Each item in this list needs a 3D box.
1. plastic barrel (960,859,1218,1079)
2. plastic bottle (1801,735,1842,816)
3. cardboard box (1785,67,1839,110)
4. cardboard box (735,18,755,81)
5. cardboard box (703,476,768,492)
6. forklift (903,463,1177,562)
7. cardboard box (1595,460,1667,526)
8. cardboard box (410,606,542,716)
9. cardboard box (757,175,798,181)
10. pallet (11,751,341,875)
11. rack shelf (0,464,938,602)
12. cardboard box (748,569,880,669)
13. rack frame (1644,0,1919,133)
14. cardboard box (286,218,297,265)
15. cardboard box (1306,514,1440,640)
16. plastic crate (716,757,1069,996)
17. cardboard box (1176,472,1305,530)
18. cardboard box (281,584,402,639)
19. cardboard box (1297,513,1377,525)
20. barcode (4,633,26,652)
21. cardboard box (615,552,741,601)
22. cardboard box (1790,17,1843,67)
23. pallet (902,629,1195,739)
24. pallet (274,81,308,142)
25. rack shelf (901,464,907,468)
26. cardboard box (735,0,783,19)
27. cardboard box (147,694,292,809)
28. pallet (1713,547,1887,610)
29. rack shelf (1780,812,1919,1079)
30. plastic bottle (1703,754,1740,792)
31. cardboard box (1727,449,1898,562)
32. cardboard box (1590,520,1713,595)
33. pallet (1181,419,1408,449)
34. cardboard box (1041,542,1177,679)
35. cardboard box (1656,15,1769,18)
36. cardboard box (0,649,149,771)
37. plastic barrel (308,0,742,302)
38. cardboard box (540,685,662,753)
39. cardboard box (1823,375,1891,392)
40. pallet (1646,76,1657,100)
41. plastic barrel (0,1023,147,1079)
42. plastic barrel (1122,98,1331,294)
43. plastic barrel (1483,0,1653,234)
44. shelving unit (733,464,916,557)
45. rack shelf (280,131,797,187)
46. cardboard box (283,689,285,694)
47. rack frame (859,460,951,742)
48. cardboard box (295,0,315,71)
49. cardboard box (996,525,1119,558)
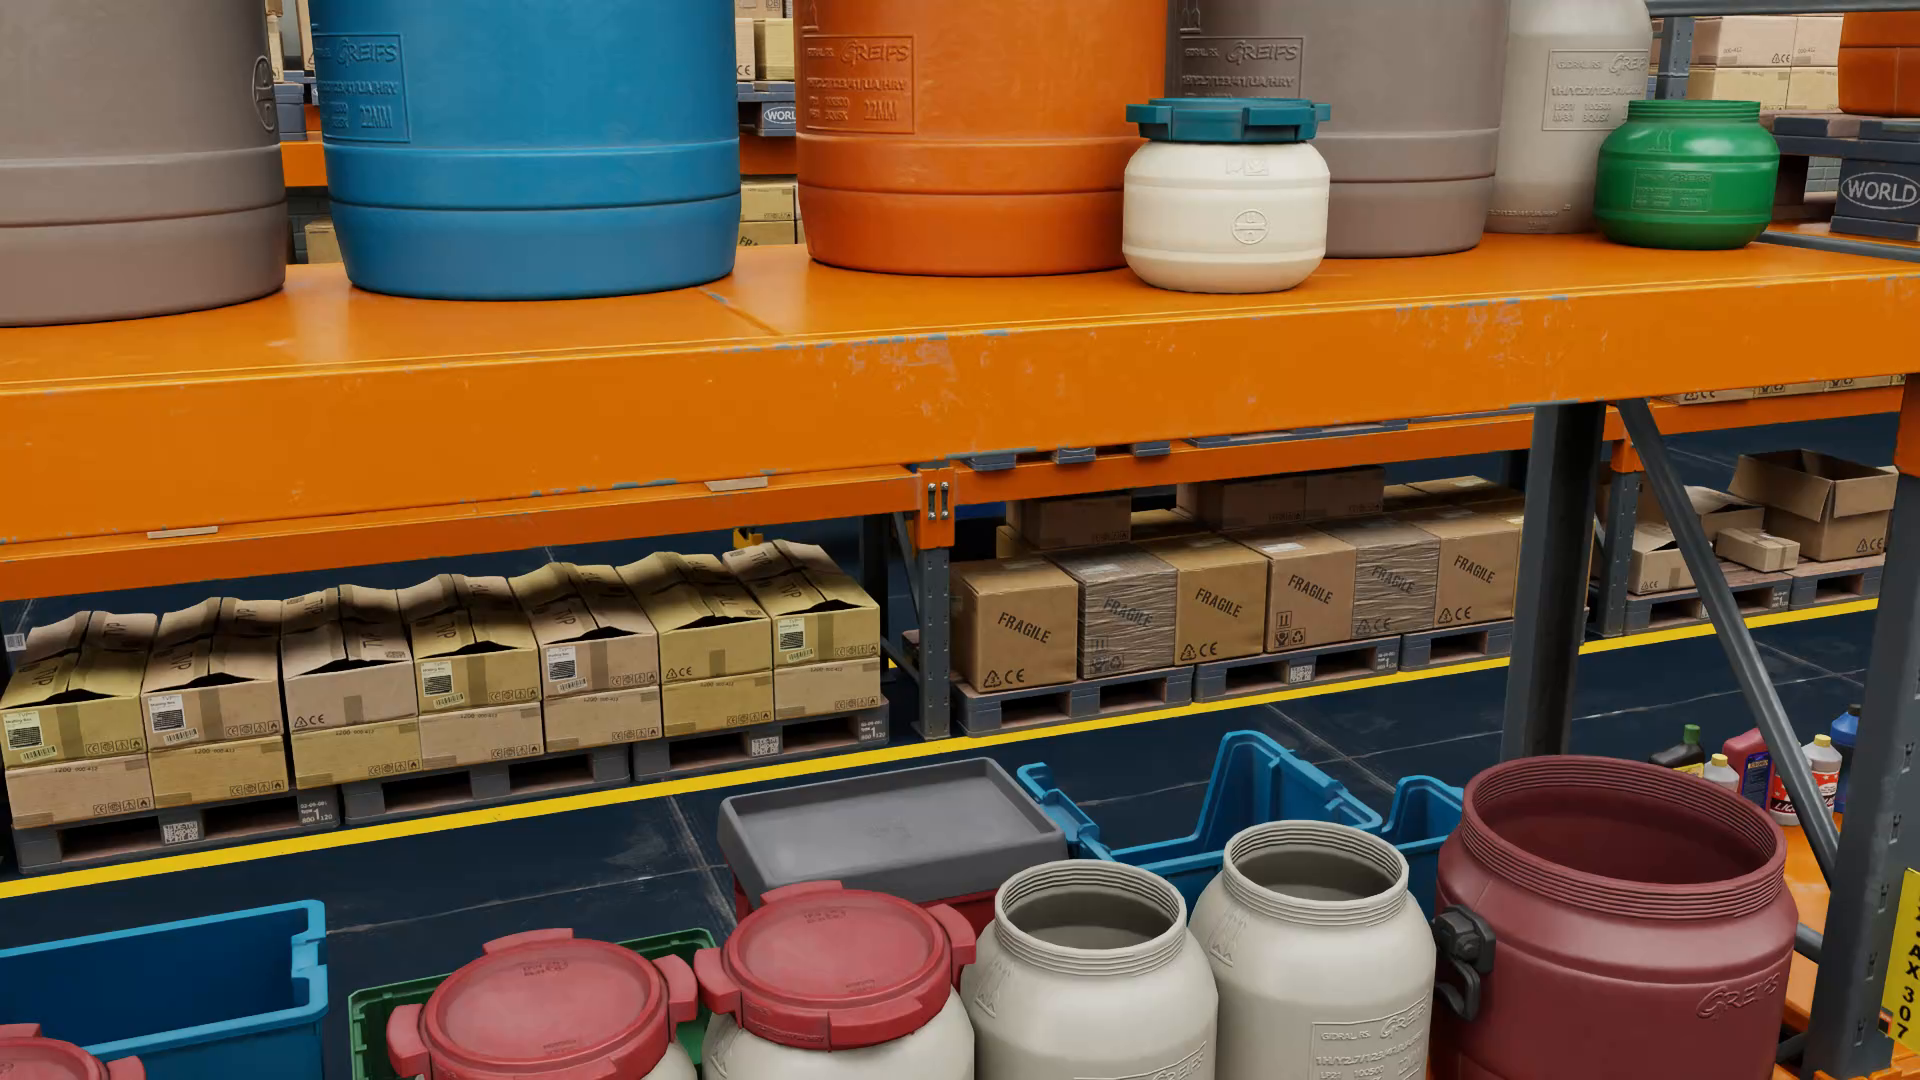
[{"bbox_3d":[0.209,0.831,2.748,0.421,0.512,0.421,0,16,0],"label":"plastic barrel"},{"bbox_3d":[2.133,0.584,4.137,0.097,0.201,0.097,0,16,0],"label":"plastic bottle"},{"bbox_3d":[4.464,-2.426,8.977,0.500,0.250,0.500,-6,17,-20],"label":"cardboard box"},{"bbox_3d":[-1.168,-2.072,7.029,0.500,0.250,0.500,-6,17,-19],"label":"cardboard box"},{"bbox_3d":[-1.023,-0.338,7.371,0.250,0.149,0.380,-6,17,-20],"label":"cardboard box"},{"bbox_3d":[1.083,-1.495,10.989,3.031,2.935,1.130,-6,17,-18],"label":"forklift"},{"bbox_3d":[3.884,-0.169,10.005,0.500,0.500,0.500,-6,17,-20],"label":"cardboard box"},{"bbox_3d":[-2.107,0.499,7.215,0.500,0.311,0.500,-6,17,-19],"label":"cardboard box"},{"bbox_3d":[-1.242,-2.650,12.727,0.500,0.250,0.500,-7,18,-22],"label":"cardboard box"},{"bbox_3d":[-3.343,1.035,7.199,1.213,0.211,1.003,-6,17,-20],"label":"pallet"},{"bbox_3d":[-2.150,-0.075,7.306,4.000,0.370,1.077,-6,17,-20],"label":"rack shelf"},{"bbox_3d":[-0.683,0.345,7.741,0.500,0.311,0.500,-6,17,-19],"label":"cardboard box"},{"bbox_3d":[1.487,-2.197,2.607,0.127,3.000,1.000,-6,17,-20],"label":"rack frame"},{"bbox_3d":[-4.781,-1.877,11.209,0.500,0.500,0.700,-4,17,-14],"label":"cardboard box"},{"bbox_3d":[2.162,0.186,8.795,0.500,0.500,0.500,-6,17,-19],"label":"cardboard box"},{"bbox_3d":[-0.131,0.734,3.163,0.583,0.464,0.402,-6,17,-20],"label":"plastic crate"},{"bbox_3d":[1.512,-0.260,8.986,0.500,0.250,0.500,-7,18,-21],"label":"cardboard box"},{"bbox_3d":[-2.791,0.410,7.517,0.500,0.311,0.500,-6,17,-20],"label":"cardboard box"},{"bbox_3d":[1.951,0.053,9.250,0.500,0.500,0.500,-6,17,-19],"label":"cardboard box"},{"bbox_3d":[-3.630,0.393,6.388,0.075,0.075,0.001,-6,17,-20],"label":"barcode"},{"bbox_3d":[-1.364,0.258,8.036,0.500,0.311,0.500,-7,18,-21],"label":"cardboard box"},{"bbox_3d":[4.462,-2.667,8.911,0.500,0.250,0.500,-6,17,-20],"label":"cardboard box"},{"bbox_3d":[0.429,0.651,8.507,1.213,0.211,1.003,-6,17,-20],"label":"pallet"},{"bbox_3d":[-3.198,-1.658,6.437,1.217,0.209,0.805,-7,18,-22],"label":"pallet"},{"bbox_3d":[-0.892,-0.464,10.655,1.000,0.185,0.538,-6,17,-18],"label":"rack shelf"},{"bbox_3d":[-1.634,-3.686,12.045,0.500,0.500,0.700,-8,18,-24],"label":"cardboard box"},{"bbox_3d":[-3.074,0.873,6.937,0.500,0.250,0.500,-6,17,-19],"label":"cardboard box"},{"bbox_3d":[5.236,0.120,10.315,1.213,0.211,1.003,-6,17,-20],"label":"pallet"},{"bbox_3d":[3.355,0.825,4.240,4.000,0.370,1.077,-6,17,-20],"label":"rack shelf"},{"bbox_3d":[1.826,0.617,4.025,0.097,0.201,0.097,0,16,0],"label":"plastic bottle"},{"bbox_3d":[5.206,-0.229,10.204,0.637,0.503,0.797,-6,17,-20],"label":"cardboard box"},{"bbox_3d":[3.923,0.069,9.532,0.500,0.311,0.500,-6,17,-20],"label":"cardboard box"},{"bbox_3d":[1.532,-0.727,8.591,1.213,0.211,1.003,-6,17,-20],"label":"pallet"},{"bbox_3d":[0.732,0.342,8.267,0.500,0.500,0.500,-7,18,-22],"label":"cardboard box"},{"bbox_3d":[3.894,-3.051,8.889,0.500,0.500,0.700,-6,17,-20],"label":"cardboard box"},{"bbox_3d":[-3.542,0.654,6.686,0.500,0.311,0.500,-6,17,-20],"label":"cardboard box"},{"bbox_3d":[-0.629,-0.835,2.404,0.708,0.901,0.600,-6,17,-20],"label":"plastic barrel"},{"bbox_3d":[-1.637,0.716,7.471,0.500,0.250,0.500,-6,17,-19],"label":"cardboard box"},{"bbox_3d":[4.972,-1.155,9.530,0.500,0.500,0.500,-6,17,-20],"label":"cardboard box"},{"bbox_3d":[2.819,-2.327,8.708,1.003,0.211,1.213,-6,17,-20],"label":"pallet"},{"bbox_3d":[-1.276,0.981,2.192,0.433,0.535,0.433,0,16,0],"label":"plastic barrel"},{"bbox_3d":[0.383,-0.501,2.404,0.301,0.262,0.301,0,16,0],"label":"plastic barrel"},{"bbox_3d":[1.087,-0.860,3.182,0.421,0.512,0.421,0,16,0],"label":"plastic barrel"},{"bbox_3d":[-0.884,-0.637,10.607,1.083,1.500,0.587,-6,17,-18],"label":"shelving unit"},{"bbox_3d":[-2.150,-1.514,6.884,4.000,0.370,1.077,-6,17,-20],"label":"rack shelf"},{"bbox_3d":[-3.261,0.731,7.421,0.500,0.250,0.500,-6,18,-21],"label":"cardboard box"},{"bbox_3d":[-0.282,-0.622,7.892,0.127,3.000,1.000,-6,17,-20],"label":"rack frame"},{"bbox_3d":[-4.102,-3.369,10.999,0.500,0.500,0.500,-7,18,-22],"label":"cardboard box"},{"bbox_3d":[0.507,0.210,8.713,0.500,0.500,0.500,-5,17,-18],"label":"cardboard box"}]
